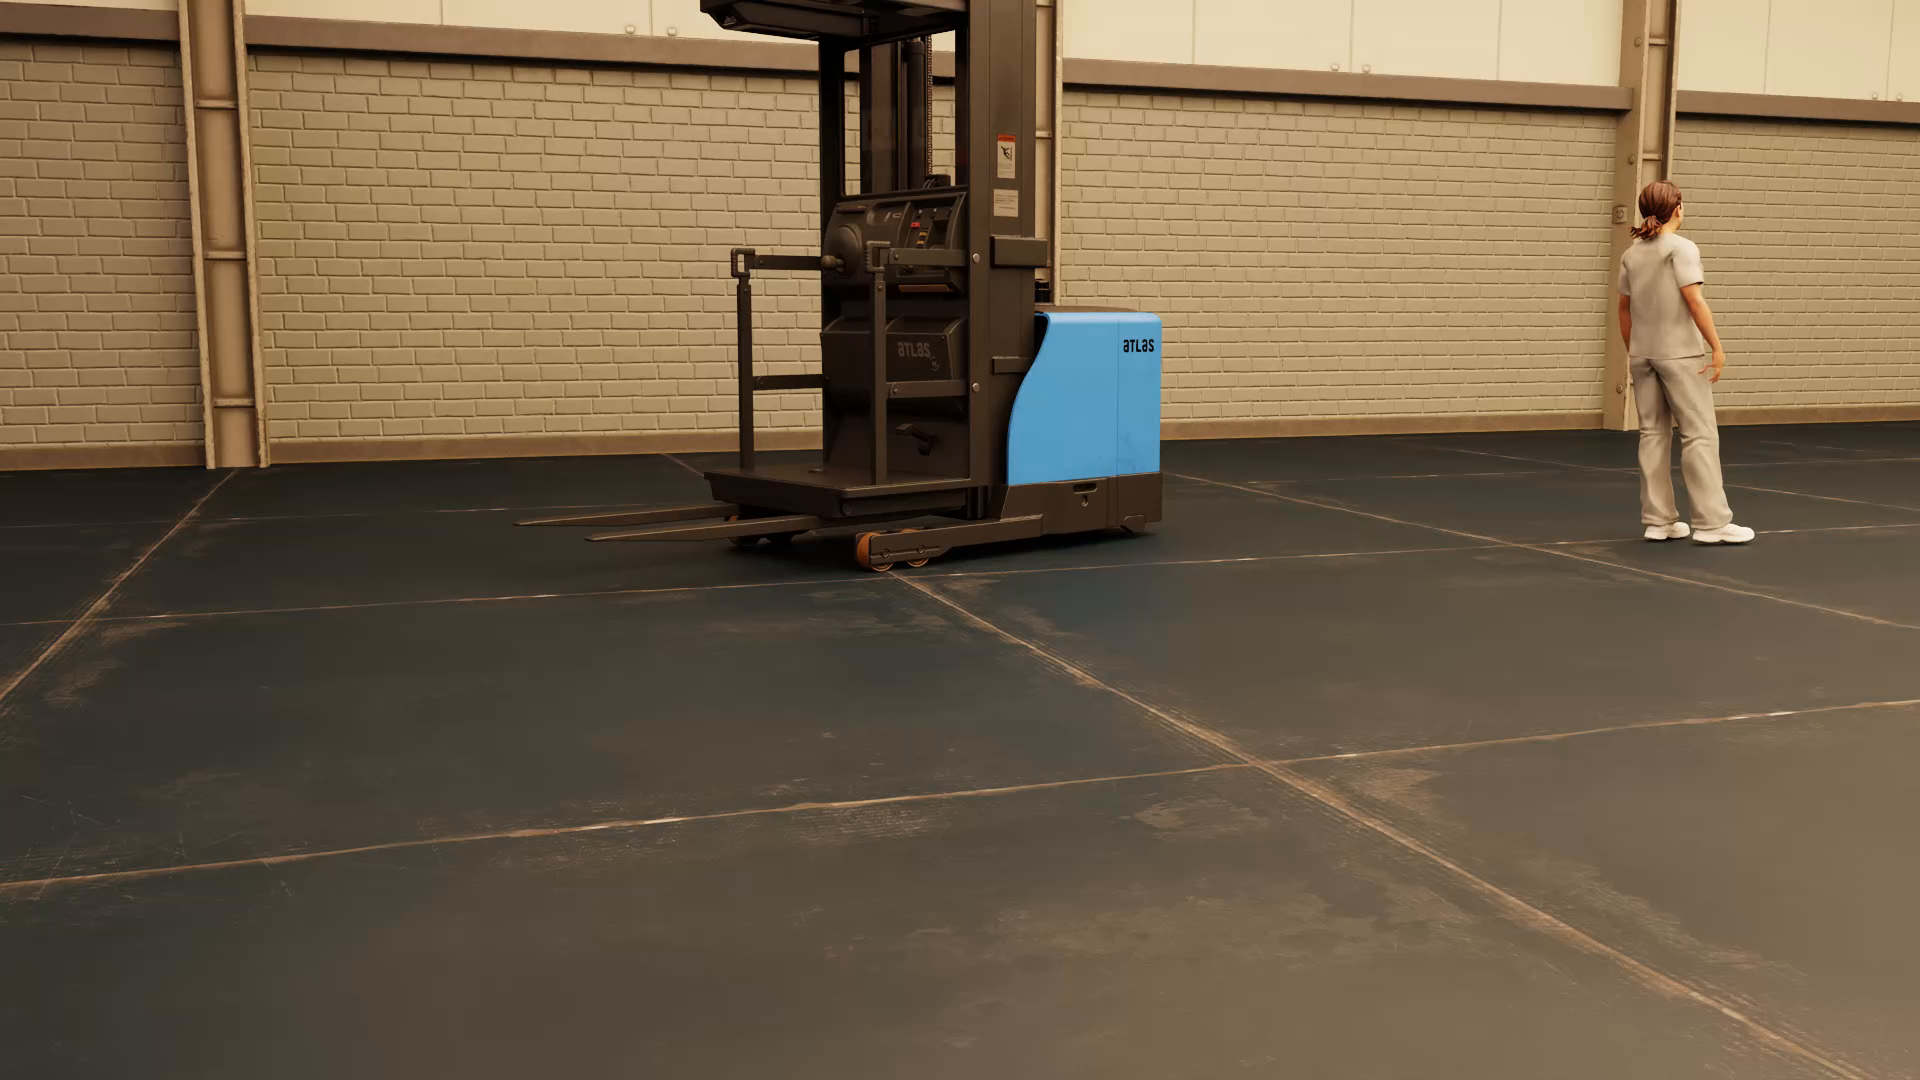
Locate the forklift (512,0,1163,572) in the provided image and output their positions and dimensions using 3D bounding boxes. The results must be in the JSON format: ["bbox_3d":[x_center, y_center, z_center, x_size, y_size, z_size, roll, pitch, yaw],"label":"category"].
[{"bbox_3d":[-0.461,-1.399,7.333,3.031,2.935,1.130,-7,10,-40],"label":"forklift"}]

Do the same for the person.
[{"bbox_3d":[3.376,-0.837,7.805,0.550,1.676,0.550,-4,9,-24],"label":"person"}]
